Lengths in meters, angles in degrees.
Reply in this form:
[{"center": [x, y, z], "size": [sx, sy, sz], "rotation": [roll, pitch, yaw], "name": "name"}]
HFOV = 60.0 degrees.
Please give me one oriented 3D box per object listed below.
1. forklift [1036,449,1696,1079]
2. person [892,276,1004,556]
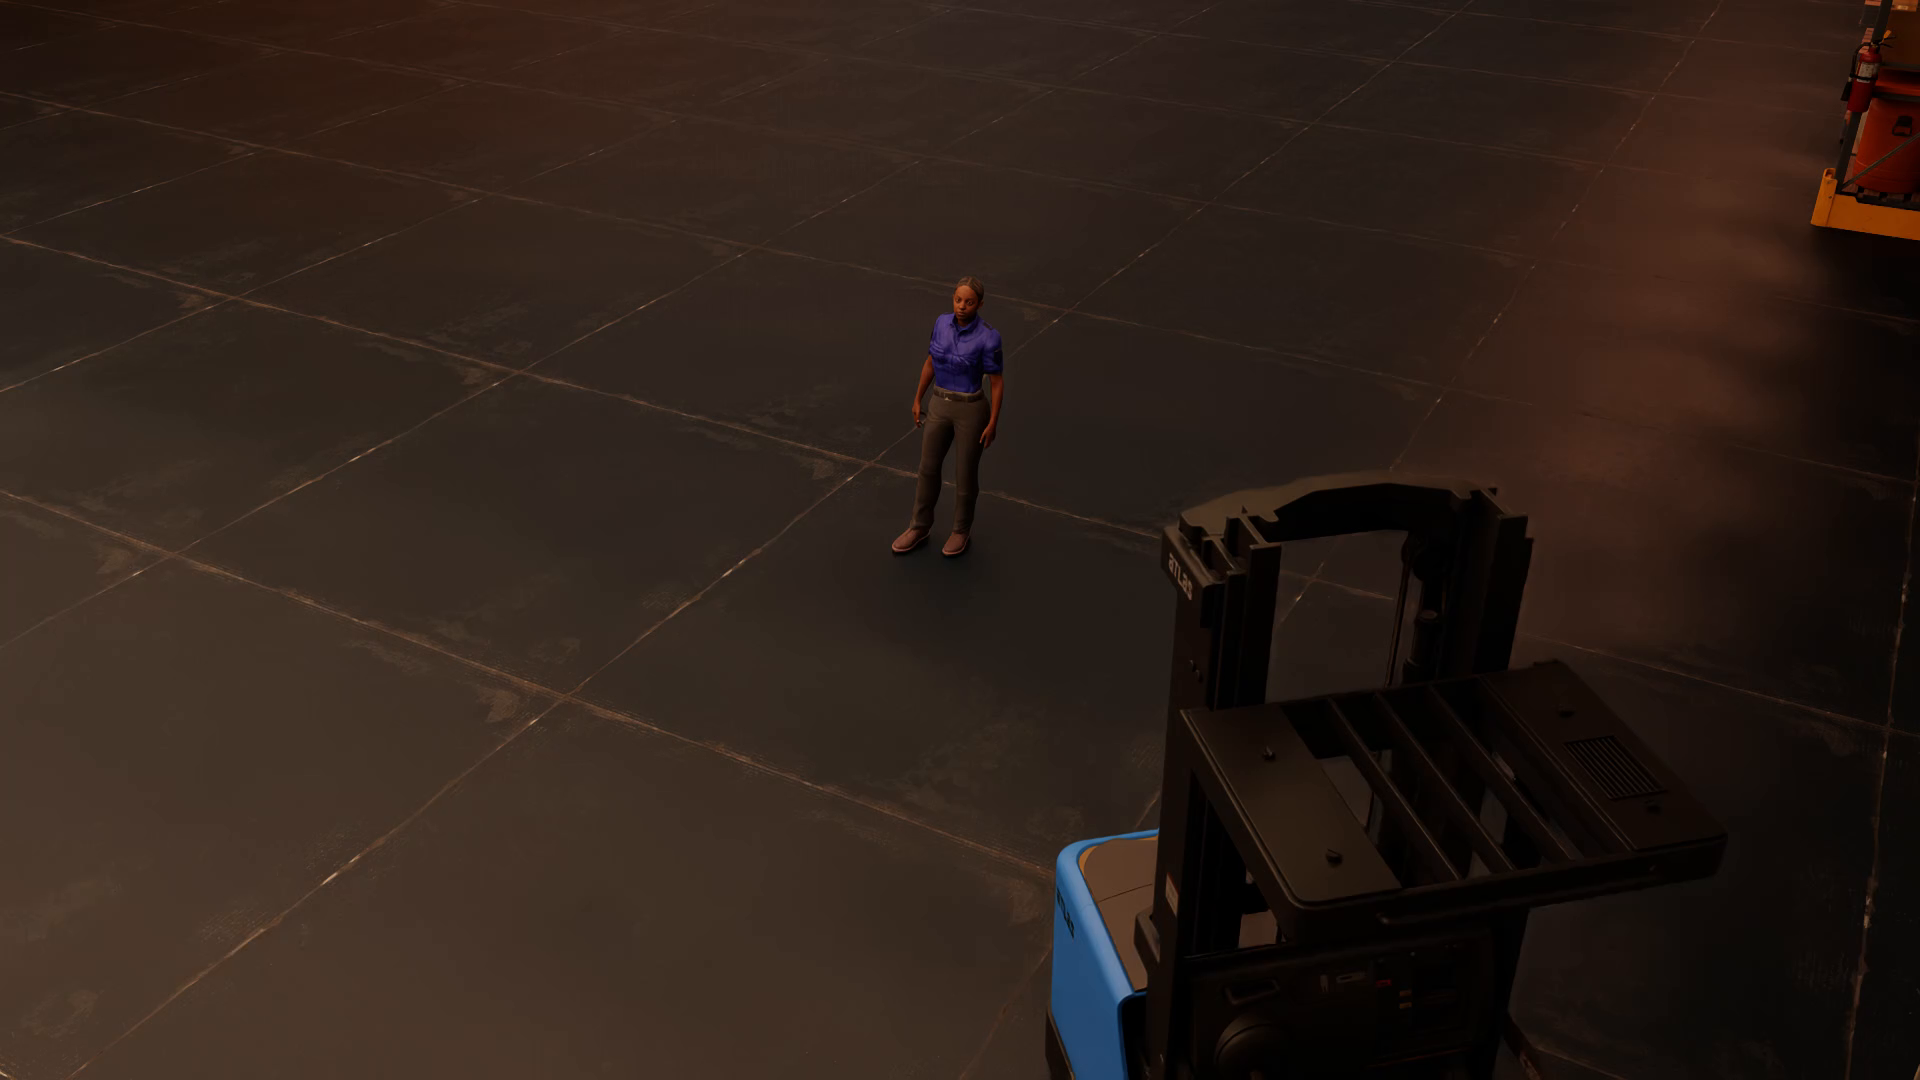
[{"center": [1.132, 1.352, 4.728], "size": [1.130, 2.935, 3.031], "rotation": [-7, 31, -11], "name": "forklift"}, {"center": [-0.059, -0.689, 9.527], "size": [0.570, 1.655, 0.503], "rotation": [15, 33, 25], "name": "person"}]
